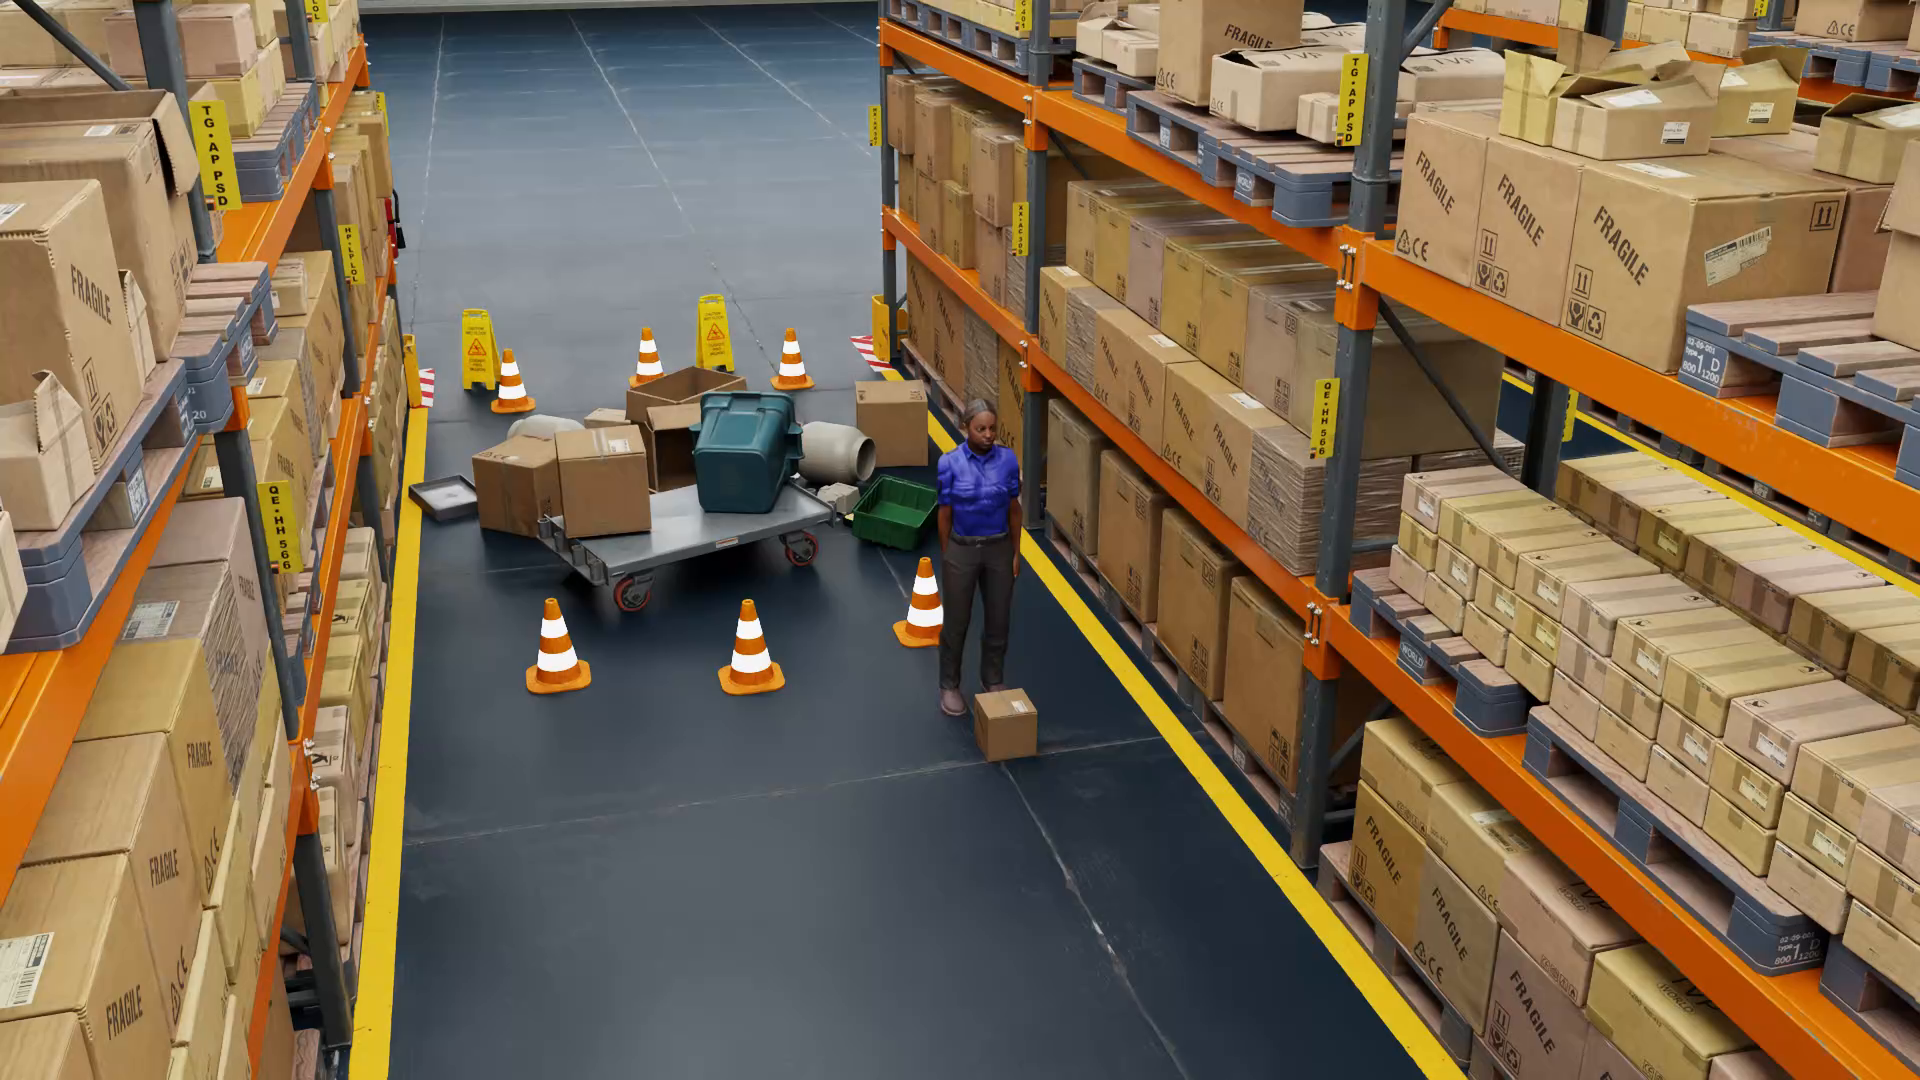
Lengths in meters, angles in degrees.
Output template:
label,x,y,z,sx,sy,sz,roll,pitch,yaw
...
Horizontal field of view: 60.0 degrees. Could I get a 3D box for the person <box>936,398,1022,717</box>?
label,x,y,z,sx,sy,sz,roll,pitch,yaw
person,0.103,0.084,8.415,0.436,1.660,0.301,-6,24,-13
